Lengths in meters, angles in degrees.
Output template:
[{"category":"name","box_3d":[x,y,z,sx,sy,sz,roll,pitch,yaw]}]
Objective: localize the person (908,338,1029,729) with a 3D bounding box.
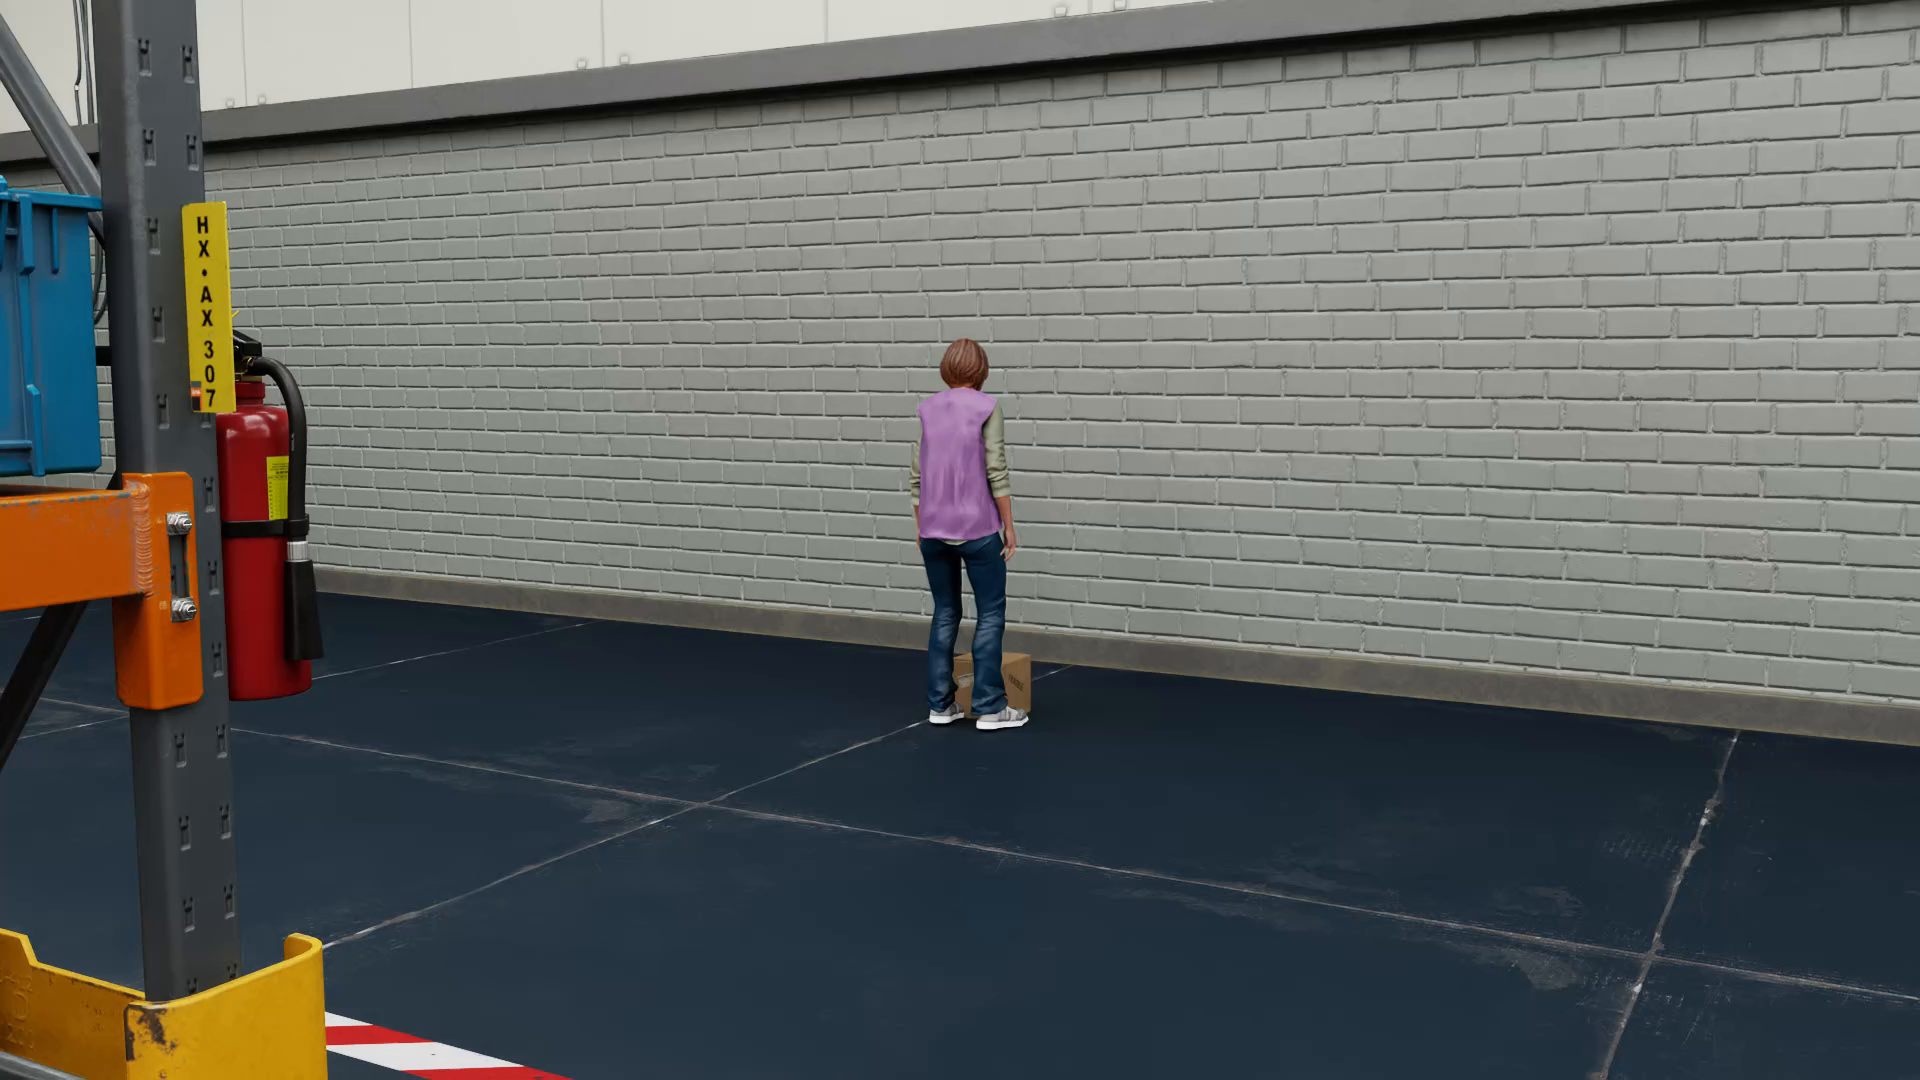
[{"category":"person","box_3d":[0.016,-0.025,6.809,0.474,1.590,0.346,3,7,29]}]
